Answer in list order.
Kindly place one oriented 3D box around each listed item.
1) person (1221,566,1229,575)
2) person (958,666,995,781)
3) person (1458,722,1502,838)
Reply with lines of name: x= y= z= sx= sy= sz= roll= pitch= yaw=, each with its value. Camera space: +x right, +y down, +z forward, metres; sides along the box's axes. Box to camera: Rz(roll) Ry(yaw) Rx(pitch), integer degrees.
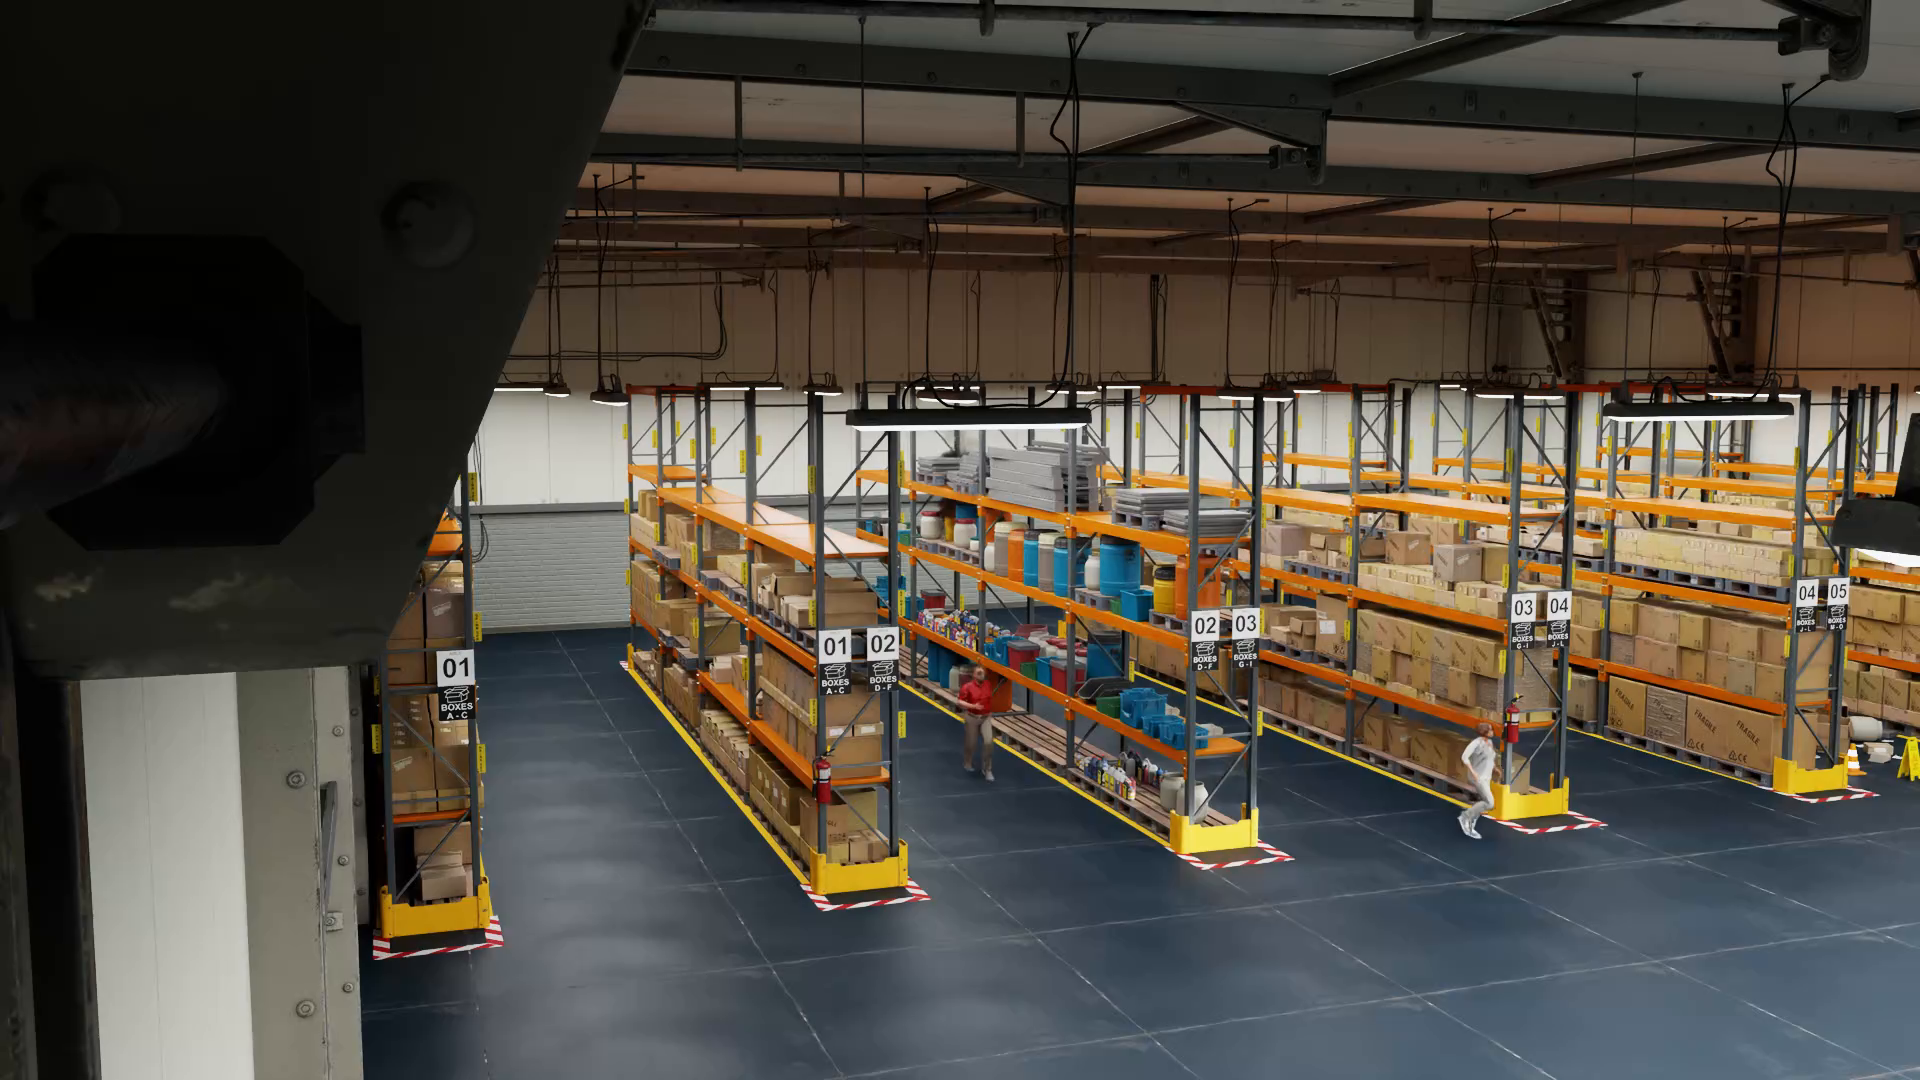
person: x=6.372 y=1.299 z=40.973 sx=0.545 sy=1.608 sz=0.650 roll=-2 pitch=6 yaw=-22
person: x=0.256 y=2.837 z=25.748 sx=0.640 sy=1.799 sz=0.801 roll=-2 pitch=6 yaw=-21
person: x=7.087 y=3.243 z=22.529 sx=0.482 sy=1.551 sz=0.575 roll=5 pitch=8 yaw=40
